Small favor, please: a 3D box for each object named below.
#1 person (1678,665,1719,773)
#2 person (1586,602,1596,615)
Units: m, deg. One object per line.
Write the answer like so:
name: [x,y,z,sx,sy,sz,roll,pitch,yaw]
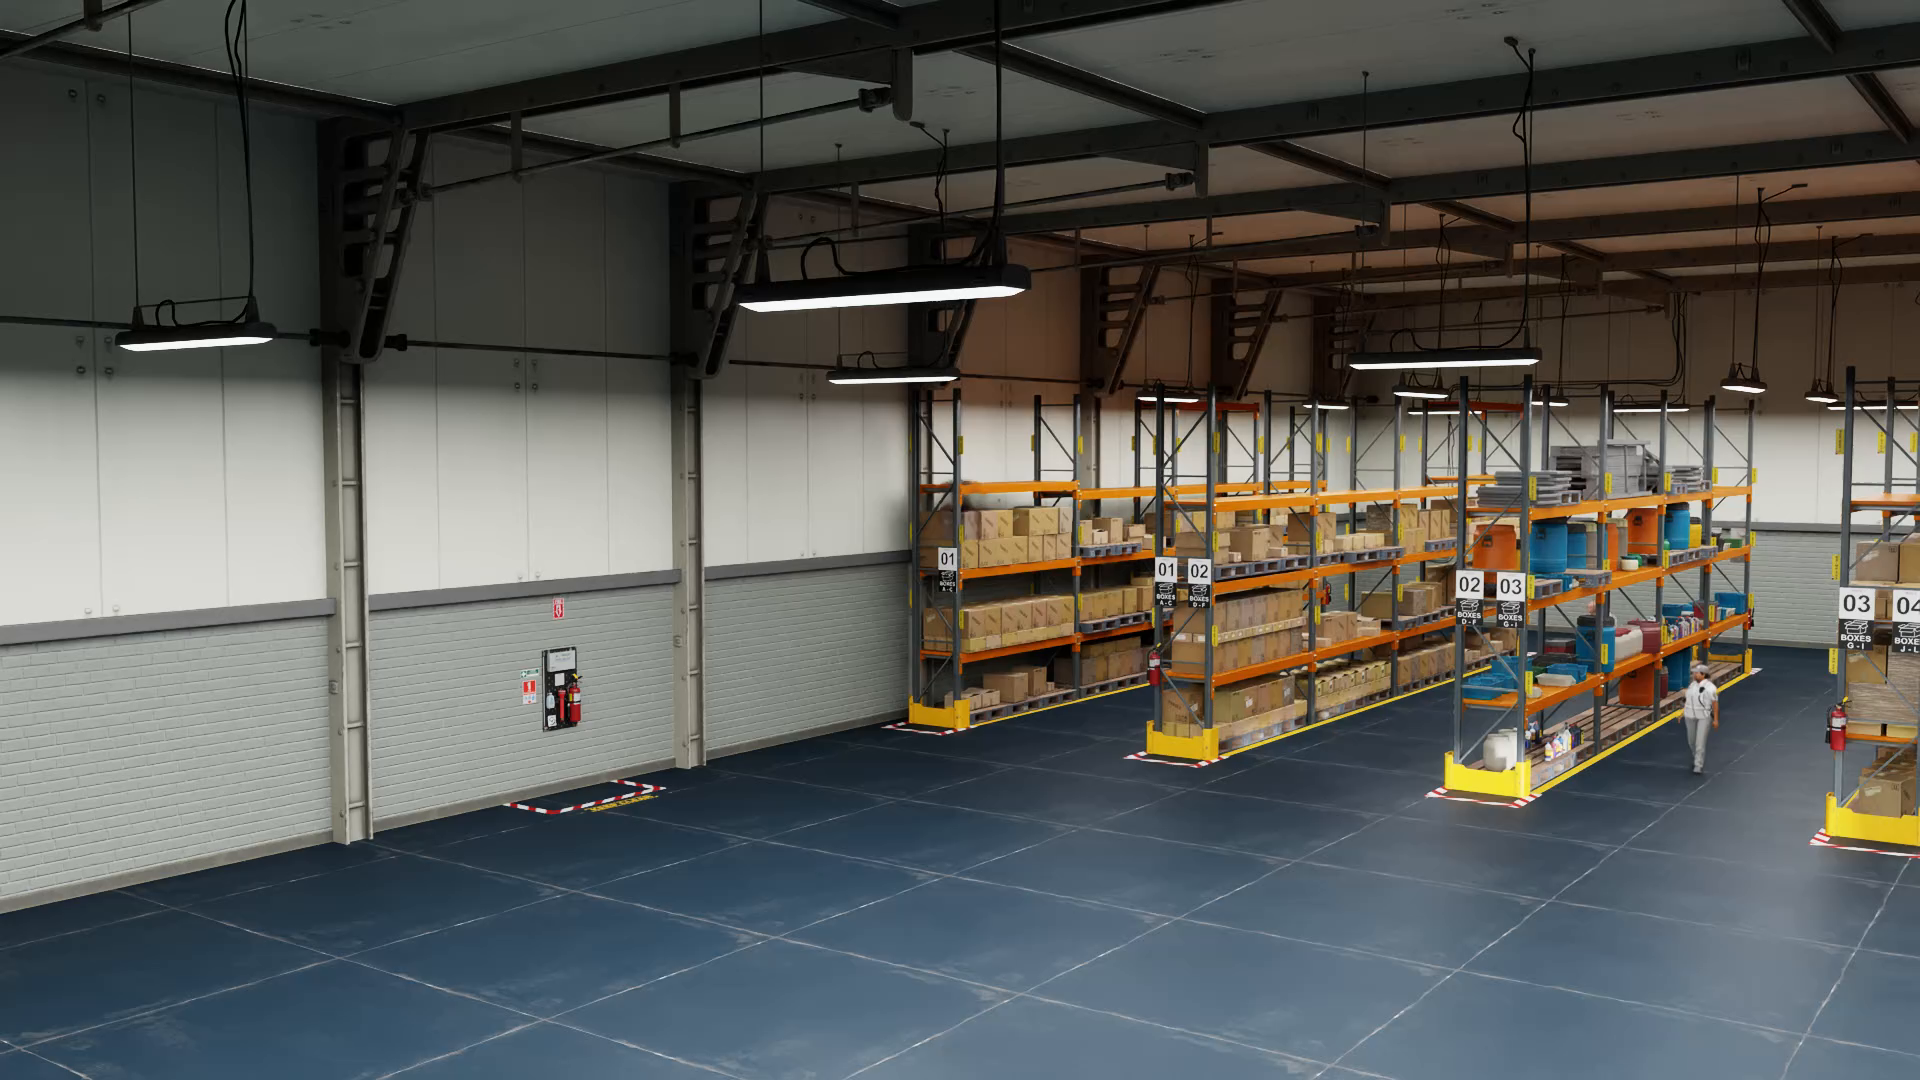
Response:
person: [11.389,2.730,25.617,0.582,1.625,0.956,2,4,37]
person: [13.003,2.158,34.316,0.911,1.766,0.610,-2,4,-32]
